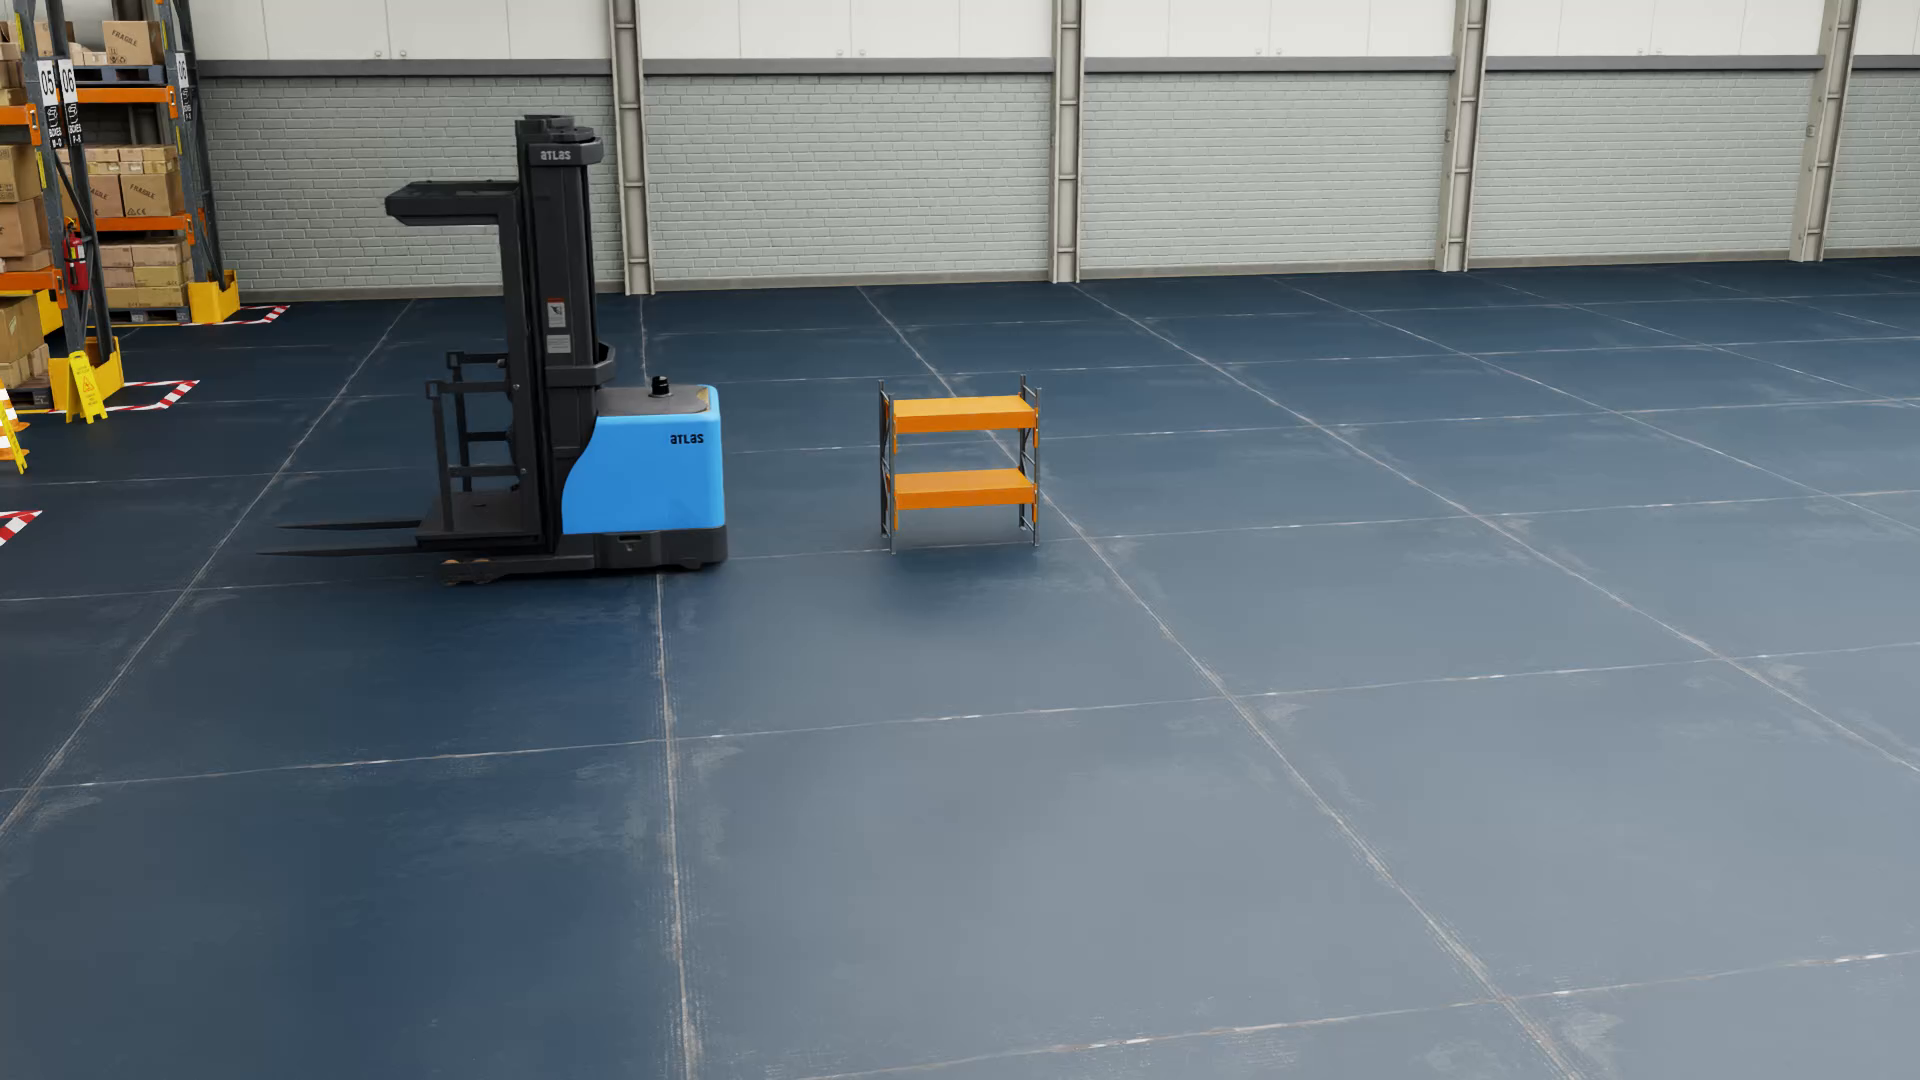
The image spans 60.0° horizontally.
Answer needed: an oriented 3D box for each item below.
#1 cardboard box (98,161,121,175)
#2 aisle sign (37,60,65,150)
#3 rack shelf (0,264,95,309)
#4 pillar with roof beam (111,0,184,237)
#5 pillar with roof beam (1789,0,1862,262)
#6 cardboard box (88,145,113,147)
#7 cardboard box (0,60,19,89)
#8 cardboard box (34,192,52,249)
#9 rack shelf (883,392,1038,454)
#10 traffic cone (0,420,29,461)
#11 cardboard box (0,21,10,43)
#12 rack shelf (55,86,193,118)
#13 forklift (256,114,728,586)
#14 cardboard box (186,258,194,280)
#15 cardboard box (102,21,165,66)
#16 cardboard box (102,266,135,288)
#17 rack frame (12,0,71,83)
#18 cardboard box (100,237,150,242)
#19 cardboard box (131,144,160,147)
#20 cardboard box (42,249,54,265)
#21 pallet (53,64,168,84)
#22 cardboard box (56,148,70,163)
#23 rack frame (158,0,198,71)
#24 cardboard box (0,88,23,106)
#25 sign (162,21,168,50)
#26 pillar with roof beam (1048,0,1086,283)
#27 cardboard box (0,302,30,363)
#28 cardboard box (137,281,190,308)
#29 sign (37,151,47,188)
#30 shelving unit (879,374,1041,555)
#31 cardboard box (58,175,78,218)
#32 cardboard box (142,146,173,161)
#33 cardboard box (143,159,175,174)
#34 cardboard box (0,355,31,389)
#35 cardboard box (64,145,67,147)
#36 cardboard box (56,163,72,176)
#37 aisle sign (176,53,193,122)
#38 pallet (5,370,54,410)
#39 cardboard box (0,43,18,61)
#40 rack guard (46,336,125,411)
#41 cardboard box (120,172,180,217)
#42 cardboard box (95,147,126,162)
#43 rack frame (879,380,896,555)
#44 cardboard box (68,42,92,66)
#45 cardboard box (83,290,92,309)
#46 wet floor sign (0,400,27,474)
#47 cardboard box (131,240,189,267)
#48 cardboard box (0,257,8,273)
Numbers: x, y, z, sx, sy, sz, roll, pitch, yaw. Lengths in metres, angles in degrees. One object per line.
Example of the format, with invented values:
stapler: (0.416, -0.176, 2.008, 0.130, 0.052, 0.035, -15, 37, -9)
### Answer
cardboard box: (-10.233, -4.511, 20.116, 0.250, 0.149, 0.380, -3, 17, -9)
aisle sign: (-8.373, -4.005, 15.314, 0.004, 0.787, 0.394, -3, 17, -10)
rack shelf: (-10.453, -2.387, 15.700, 4.000, 0.370, 1.077, -3, 17, -10)
pillar with roof beam: (-9.472, -6.121, 16.413, 0.400, 9.000, 9.100, -3, 17, -10)
pillar with roof beam: (14.092, -7.458, 20.766, 0.400, 9.000, 9.100, -3, 17, -10)
cardboard box: (-10.570, -4.783, 20.493, 0.250, 0.149, 0.380, -3, 17, -10)
cardboard box: (-8.940, -4.241, 15.149, 0.500, 0.250, 0.500, -3, 17, -11)
cardboard box: (-9.007, -3.086, 16.073, 0.500, 0.500, 0.500, -4, 17, -11)
rack shelf: (-0.007, -0.817, 11.559, 1.000, 0.278, 0.538, -3, 17, -10)
traffic cone: (-8.122, -0.933, 14.061, 0.334, 0.463, 0.336, -3, 17, -10)
cardboard box: (-11.429, -5.860, 19.612, 0.637, 0.503, 0.797, -3, 17, -9)
rack shelf: (-11.398, -5.252, 19.918, 4.000, 0.370, 1.077, -3, 17, -10)
forklift: (-3.124, -1.270, 10.953, 3.031, 2.935, 1.130, -3, 17, -9)
cardboard box: (-9.935, -3.432, 20.993, 0.500, 0.250, 0.500, -3, 17, -9)
cardboard box: (-9.823, -5.908, 19.775, 0.500, 0.500, 0.500, -3, 17, -9)
cardboard box: (-10.347, -3.256, 20.421, 0.500, 0.250, 0.500, -3, 17, -11)
rack frame: (-8.489, -5.710, 15.076, 0.127, 3.000, 1.000, -3, 17, -10)
cardboard box: (-10.432, -3.636, 20.807, 0.500, 0.250, 0.500, -3, 17, -10)
cardboard box: (-10.077, -4.819, 20.612, 0.250, 0.149, 0.380, -3, 17, -9)
cardboard box: (-8.862, -2.763, 16.127, 0.250, 0.149, 0.380, -3, 17, -10)
pallet: (-10.133, -5.633, 20.084, 1.213, 0.211, 1.003, -3, 17, -10)
cardboard box: (-10.727, -4.608, 19.925, 0.250, 0.149, 0.380, -3, 17, -9)
rack frame: (-9.434, -7.141, 19.734, 0.127, 3.000, 1.000, -3, 17, -10)
cardboard box: (-8.786, -4.056, 15.226, 0.250, 0.149, 0.380, -3, 17, -10)
sign: (-9.345, -5.935, 19.545, 0.005, 0.325, 0.100, -3, 17, -10)
pillar with roof beam: (2.310, -6.789, 18.590, 0.400, 9.000, 9.100, -3, 17, -10)
cardboard box: (-9.226, -1.967, 15.799, 0.500, 0.500, 0.500, -3, 17, -10)
cardboard box: (-9.836, -3.042, 20.575, 0.500, 0.250, 0.500, -3, 17, -10)
sign: (-8.403, -3.386, 15.216, 0.005, 0.325, 0.100, -3, 17, -10)
shelving unit: (-0.007, -0.537, 11.645, 1.048, 1.125, 0.538, -3, 17, -10)
cardboard box: (-10.882, -4.163, 20.086, 0.500, 0.500, 0.500, -4, 17, -11)
cardboard box: (-9.746, -4.692, 20.199, 0.250, 0.149, 0.380, -3, 17, -10)
cardboard box: (-9.721, -4.531, 20.179, 0.250, 0.149, 0.380, -3, 17, -10)
cardboard box: (-9.255, -1.605, 15.896, 0.500, 0.250, 0.500, -3, 17, -11)
cardboard box: (-11.101, -4.775, 20.467, 0.250, 0.149, 0.380, -4, 17, -12)
cardboard box: (-10.732, -4.472, 19.989, 0.250, 0.149, 0.380, -4, 17, -12)
aisle sign: (-9.314, -5.435, 19.970, 0.004, 0.787, 0.394, -3, 17, -10)
pallet: (-9.368, -1.470, 16.239, 1.213, 0.211, 1.003, -3, 17, -10)
cardboard box: (-8.765, -4.433, 15.098, 0.250, 0.149, 0.380, -3, 17, -10)
rack guard: (-8.564, -1.643, 16.310, 0.348, 0.500, 1.175, -3, 17, -10)
cardboard box: (-9.868, -4.218, 20.265, 0.500, 0.500, 0.500, -4, 17, -12)
cardboard box: (-10.234, -4.647, 20.052, 0.250, 0.149, 0.380, -3, 17, -9)
rack frame: (-0.506, -0.509, 11.553, 0.032, 1.125, 0.500, -3, 17, -10)
cardboard box: (-10.439, -5.743, 19.637, 0.258, 0.266, 0.396, -3, 17, -10)
cardboard box: (-10.819, -2.992, 20.412, 0.500, 0.250, 0.500, -3, 17, -10)
wet floor sign: (-7.798, -0.868, 13.539, 0.232, 0.644, 0.267, -6, 18, -20)
cardboard box: (-9.827, -3.522, 20.434, 0.500, 0.250, 0.500, -3, 17, -9)
cardboard box: (-9.043, -2.594, 15.575, 0.250, 0.149, 0.380, -3, 17, -11)
